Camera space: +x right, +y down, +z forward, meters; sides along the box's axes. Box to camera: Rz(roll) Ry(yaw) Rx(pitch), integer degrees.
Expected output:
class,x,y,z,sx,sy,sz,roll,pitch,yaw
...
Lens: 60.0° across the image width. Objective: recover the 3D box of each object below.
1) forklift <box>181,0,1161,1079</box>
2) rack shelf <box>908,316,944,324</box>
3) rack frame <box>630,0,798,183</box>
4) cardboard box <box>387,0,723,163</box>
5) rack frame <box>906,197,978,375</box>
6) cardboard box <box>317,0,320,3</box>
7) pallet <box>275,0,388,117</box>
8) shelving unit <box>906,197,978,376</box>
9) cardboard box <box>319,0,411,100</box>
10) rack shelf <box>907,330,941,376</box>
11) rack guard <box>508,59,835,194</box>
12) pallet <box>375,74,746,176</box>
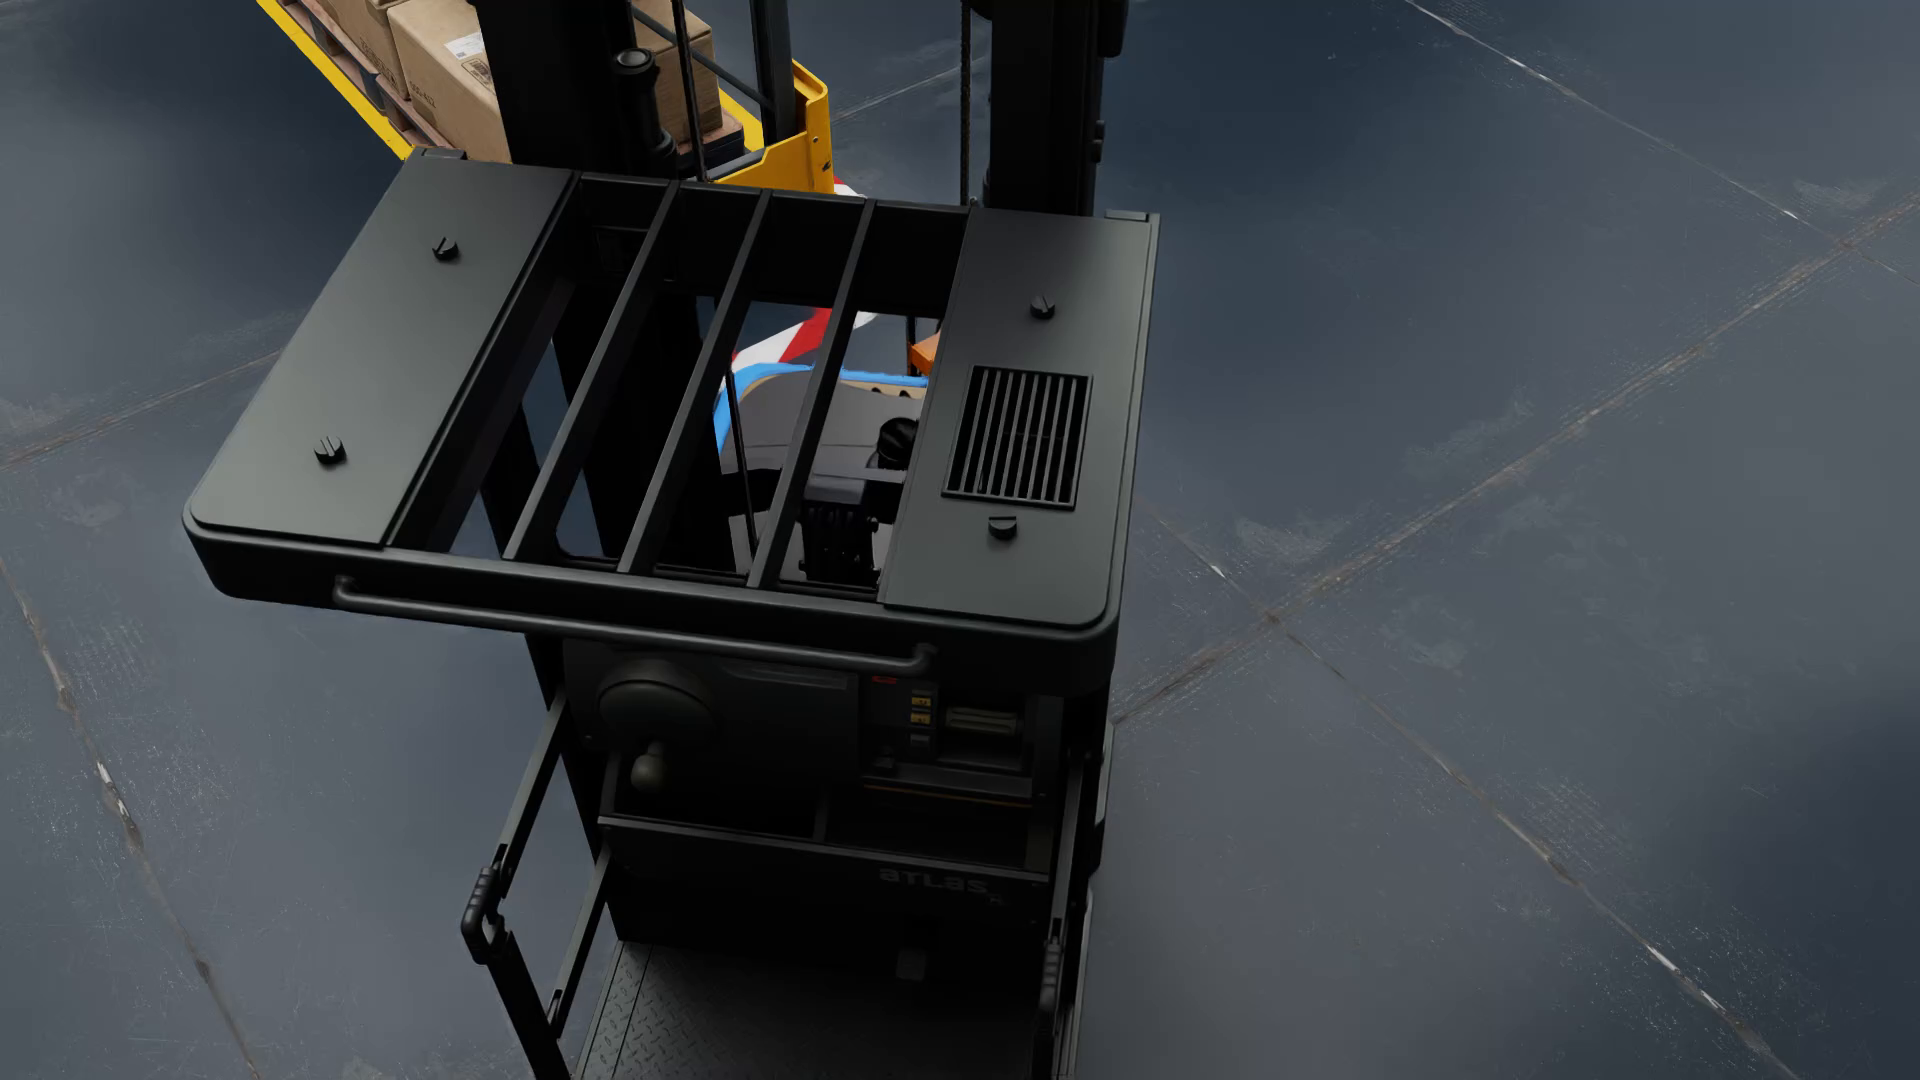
class,x,y,z,sx,sy,sz,roll,pitch,yaw
forklift,-0.301,0.403,2.906,1.130,2.935,3.031,6,48,6
rack shelf,0.100,-0.583,4.438,0.258,0.148,0.480,-30,55,-25
rack frame,-1.040,-2.155,5.179,1.000,3.000,0.127,-29,54,-24
cardboard box,-1.519,-1.779,6.284,0.875,0.438,0.875,-31,55,-25
rack frame,-0.051,-0.460,4.858,0.240,1.200,0.015,-30,55,-25
cardboard box,-2.625,-2.848,7.253,0.875,0.438,0.875,-31,55,-25
pallet,-2.321,-2.373,7.259,1.003,0.211,1.213,-29,54,-24
shelving unit,0.100,-0.319,4.729,0.258,1.200,0.503,-30,55,-25
cardboard box,-2.080,-2.315,6.770,0.875,0.438,0.875,-28,54,-23
rack shelf,0.100,-0.424,4.613,0.258,0.148,0.480,-30,55,-25
rack guard,-1.025,-1.301,6.092,1.175,0.500,0.348,-29,54,-24
pallet,-1.586,-1.654,6.607,1.003,0.211,1.213,-29,54,-24
